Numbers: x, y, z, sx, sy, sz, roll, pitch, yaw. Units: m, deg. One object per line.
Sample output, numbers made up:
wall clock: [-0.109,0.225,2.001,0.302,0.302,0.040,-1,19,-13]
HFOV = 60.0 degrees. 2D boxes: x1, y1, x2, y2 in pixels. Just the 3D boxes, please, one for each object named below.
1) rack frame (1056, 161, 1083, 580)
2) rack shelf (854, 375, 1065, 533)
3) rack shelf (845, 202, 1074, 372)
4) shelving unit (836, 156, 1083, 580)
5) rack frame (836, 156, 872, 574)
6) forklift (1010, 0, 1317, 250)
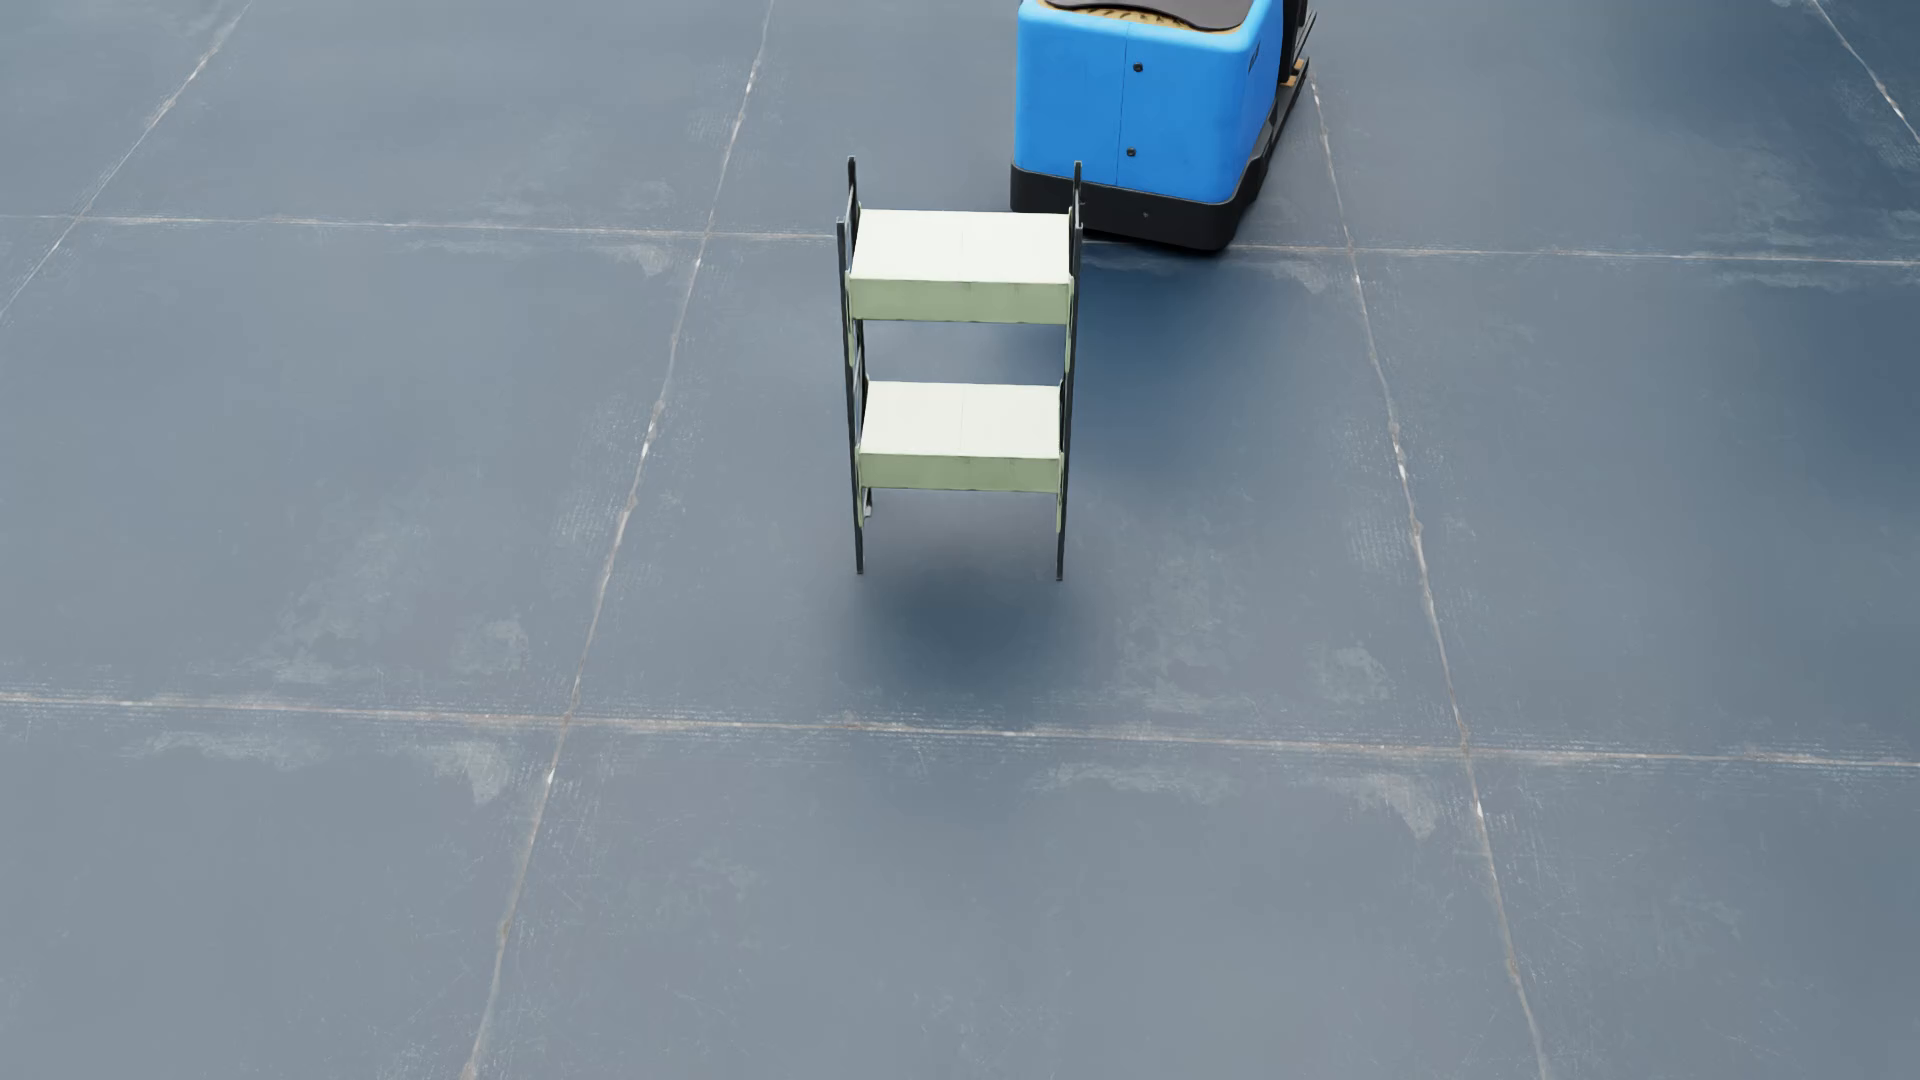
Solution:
rack frame: [0.372,-0.537,5.727,0.023,1.500,0.400,2,43,2]
rack shelf: [0.007,-0.310,5.961,0.720,0.370,0.431,2,43,2]
rack shelf: [0.007,-0.834,5.473,0.720,0.370,0.431,2,43,2]
shelving unit: [0.007,-0.549,5.739,0.755,1.500,0.431,2,43,2]
rack frame: [-0.359,-0.560,5.751,0.023,1.500,0.400,2,43,2]
forklift: [1.203,-3.407,7.757,1.130,2.935,3.031,13,45,14]
